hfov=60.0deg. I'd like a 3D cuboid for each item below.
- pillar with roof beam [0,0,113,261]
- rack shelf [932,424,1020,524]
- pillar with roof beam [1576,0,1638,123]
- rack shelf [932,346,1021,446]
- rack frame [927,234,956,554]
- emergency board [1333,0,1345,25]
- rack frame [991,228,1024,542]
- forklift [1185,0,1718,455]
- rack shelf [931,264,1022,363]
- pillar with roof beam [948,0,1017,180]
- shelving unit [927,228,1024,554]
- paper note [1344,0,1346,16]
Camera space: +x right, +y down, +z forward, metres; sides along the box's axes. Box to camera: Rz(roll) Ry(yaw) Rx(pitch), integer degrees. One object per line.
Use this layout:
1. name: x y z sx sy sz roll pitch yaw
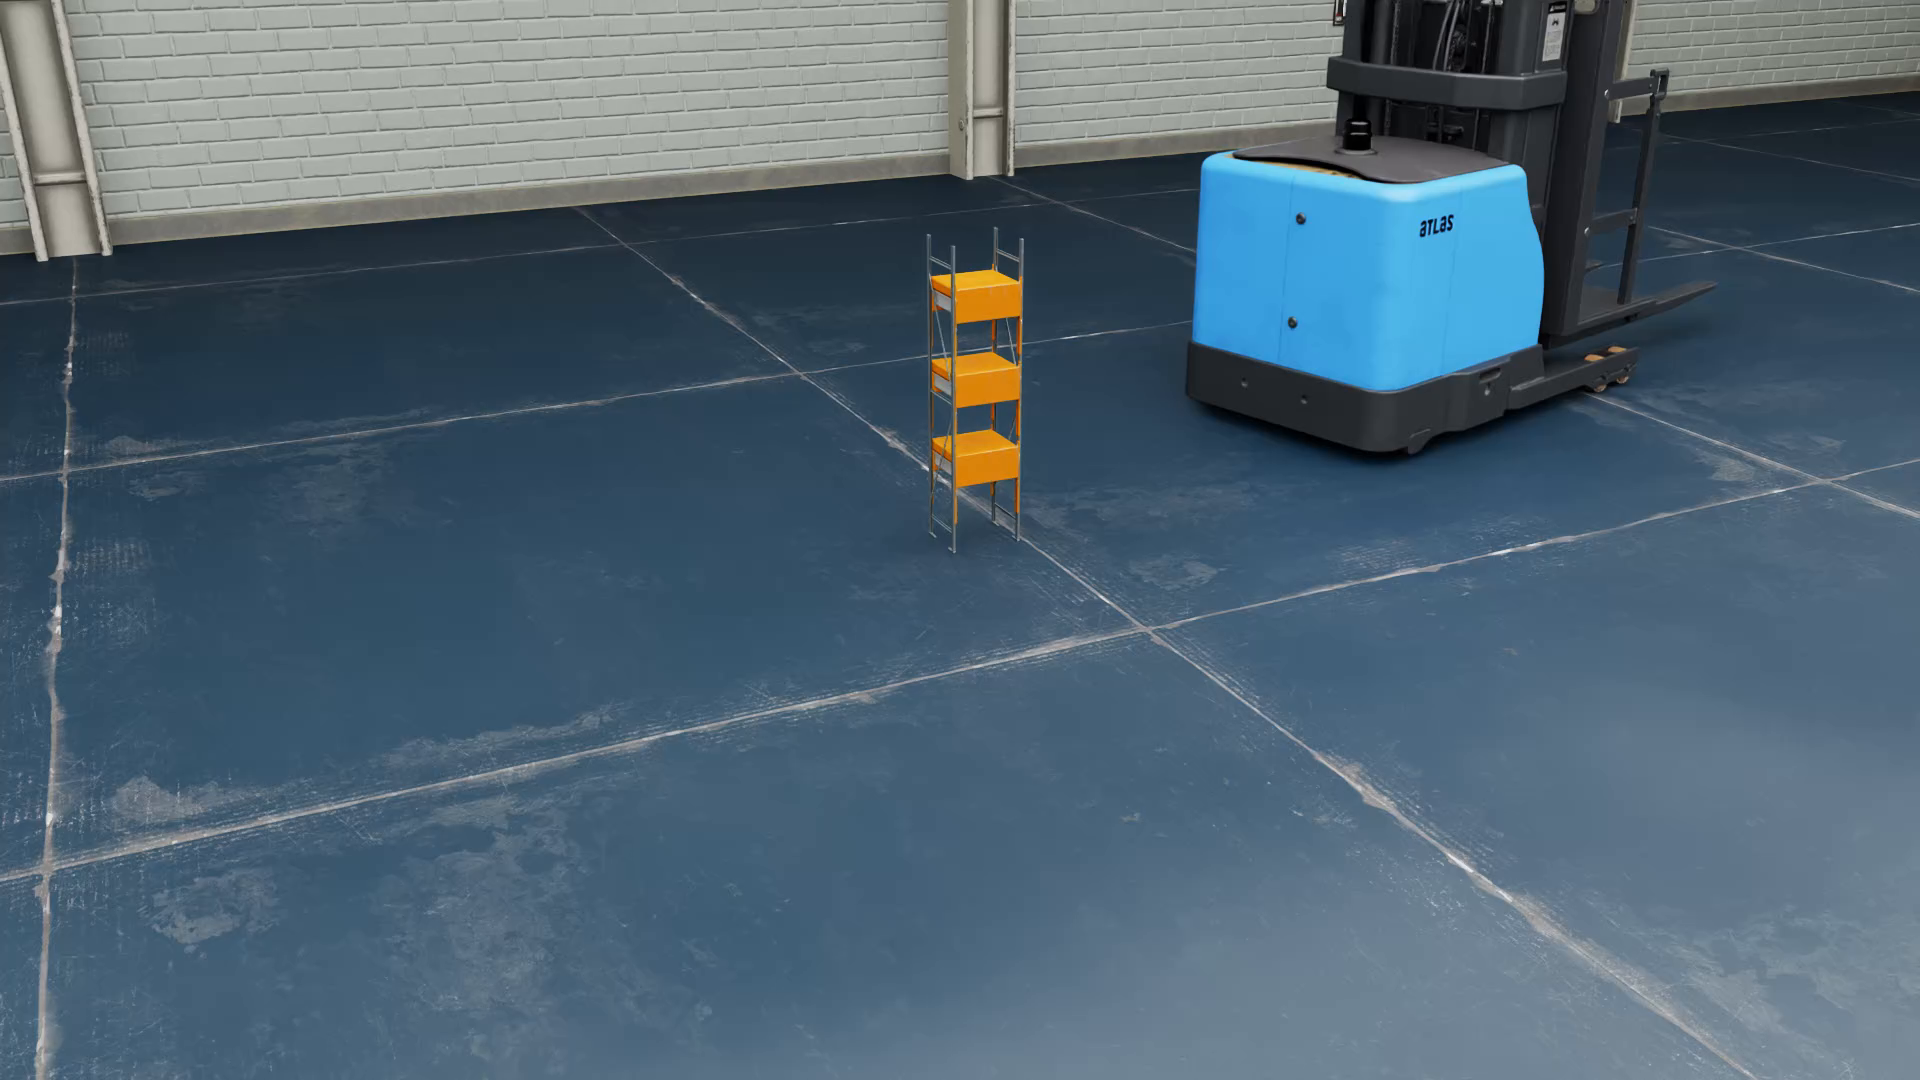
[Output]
1. pillar with roof beam: -3.382 -4.378 4.562 0.400 9.000 9.100 -10 25 -24
2. rack shelf: 0.048 -0.227 5.681 0.240 0.259 0.215 -10 25 -24
3. pillar with roof beam: 7.431 -6.369 9.371 0.400 9.000 9.100 -10 25 -24
4. rack shelf: 0.048 -0.484 5.575 0.240 0.259 0.215 -10 25 -24
5. rack frame: -0.062 -0.474 5.522 0.008 1.050 0.200 -10 25 -24
6. emergency board: 3.320 -4.684 13.144 0.643 1.169 0.194 -10 25 -24
7. rack frame: 0.158 -0.514 5.620 0.008 1.050 0.200 -10 25 -24
8. forklift: 2.399 -2.138 7.083 3.031 2.935 1.130 -18 29 -37
9. rack shelf: 0.048 -0.746 5.466 0.240 0.259 0.215 -10 25 -24
10. pillar with roof beam: 2.024 -5.374 6.966 0.400 9.000 9.100 -10 25 -24
11. shelving unit: 0.048 -0.494 5.571 0.252 1.050 0.215 -10 25 -24
12. paper note: 3.131 -4.271 13.299 0.142 0.148 0.016 -10 25 -24
